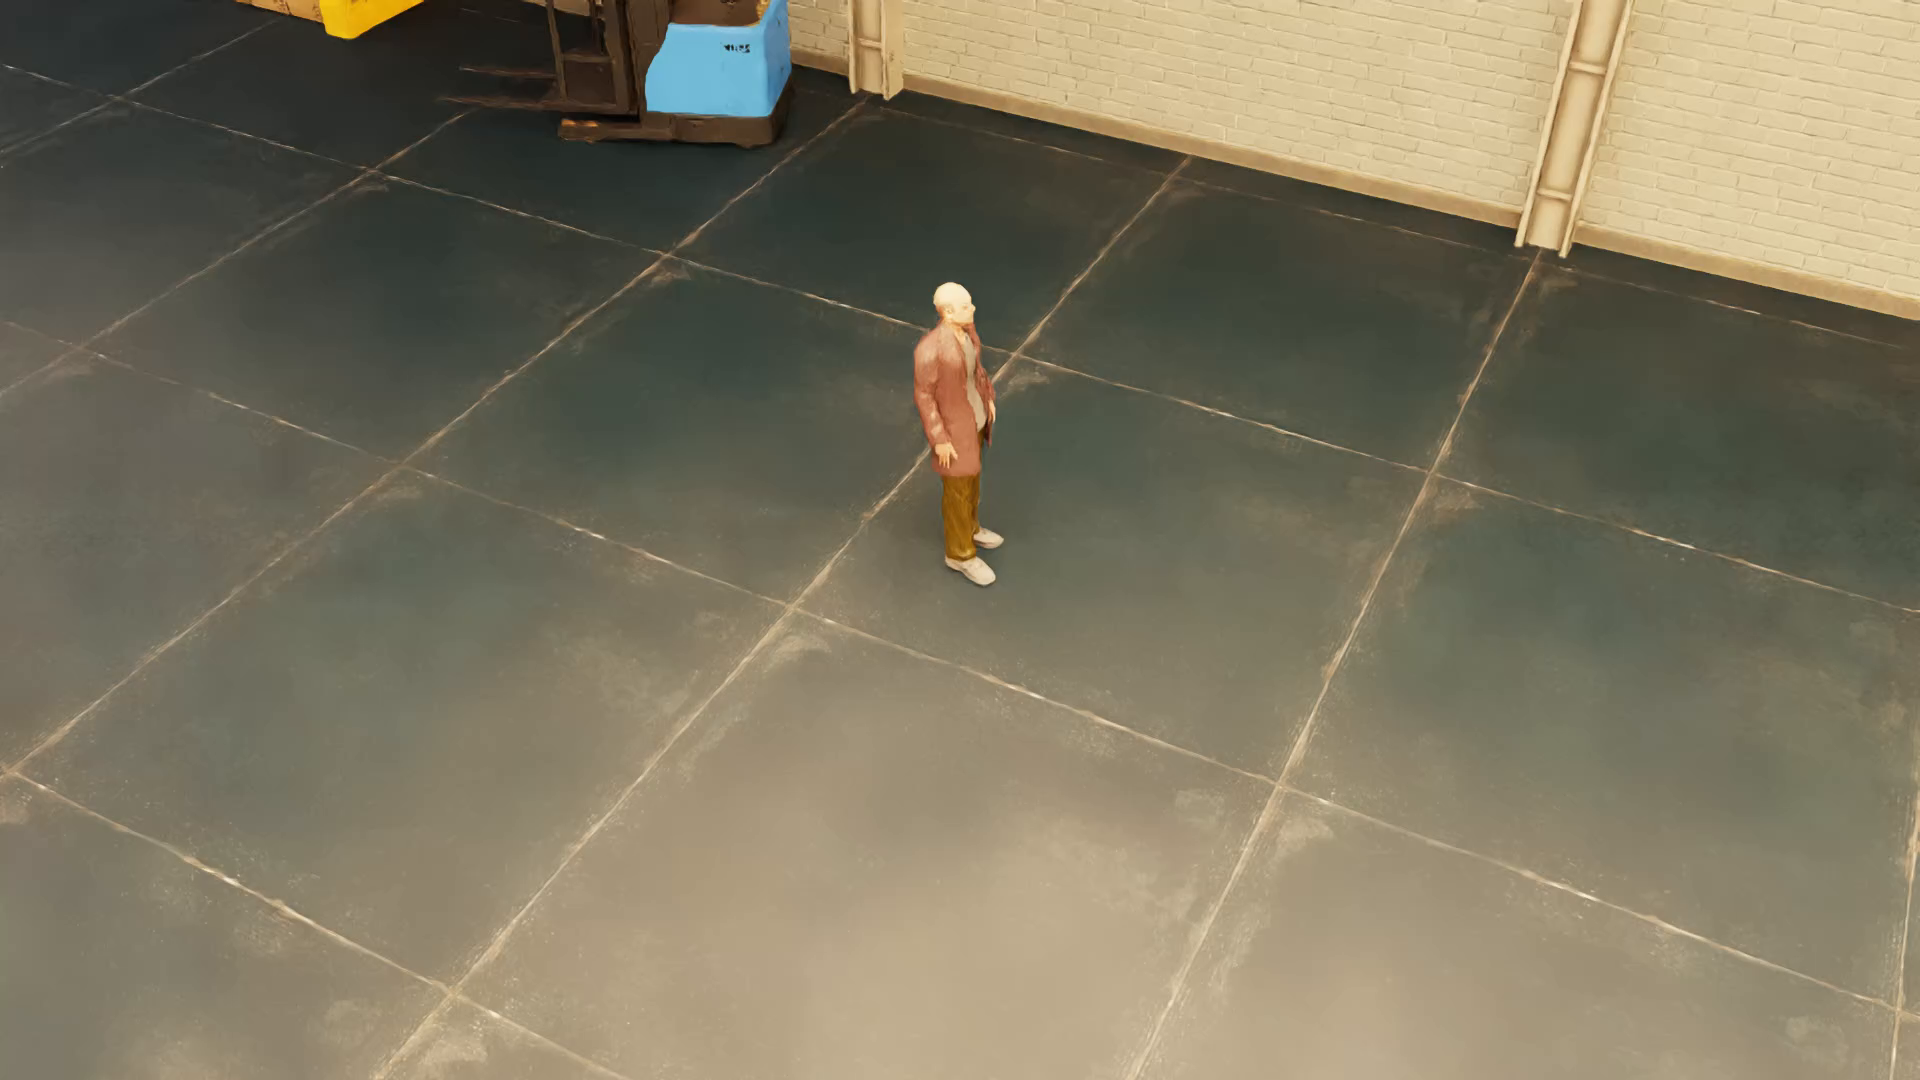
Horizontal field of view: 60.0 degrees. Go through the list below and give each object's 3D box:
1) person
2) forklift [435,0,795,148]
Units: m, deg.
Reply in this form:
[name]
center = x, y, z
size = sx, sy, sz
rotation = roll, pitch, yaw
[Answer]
[person]
center = 0.079, -0.656, 9.649
size = 0.580, 1.776, 0.694
rotation = 18, 43, 21
[forklift]
center = -3.032, -4.888, 13.790
size = 3.031, 2.935, 1.130
rotation = 5, 40, 6
